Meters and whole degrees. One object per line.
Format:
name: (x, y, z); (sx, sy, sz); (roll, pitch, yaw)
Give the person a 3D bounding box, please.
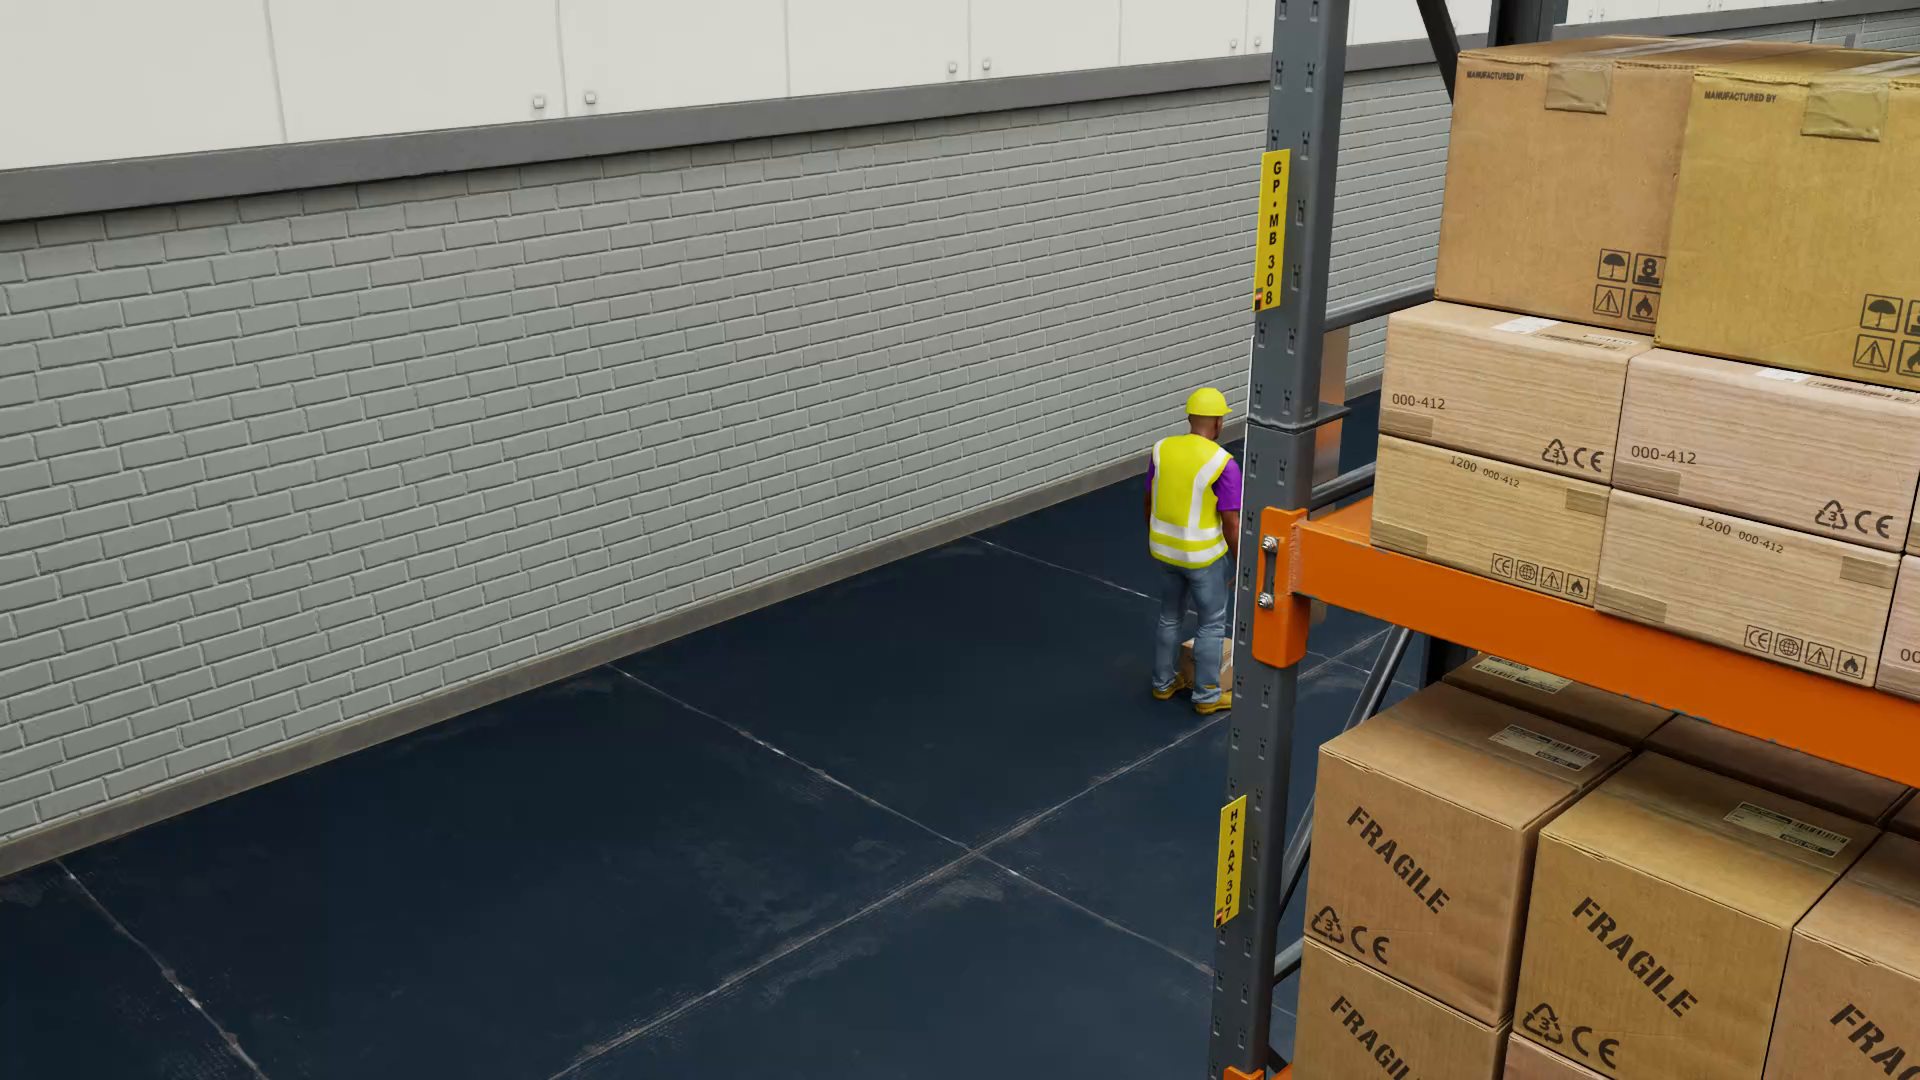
person: (1.261, 0.051, 8.914); (0.627, 1.761, 0.456); (19, 28, 41)
